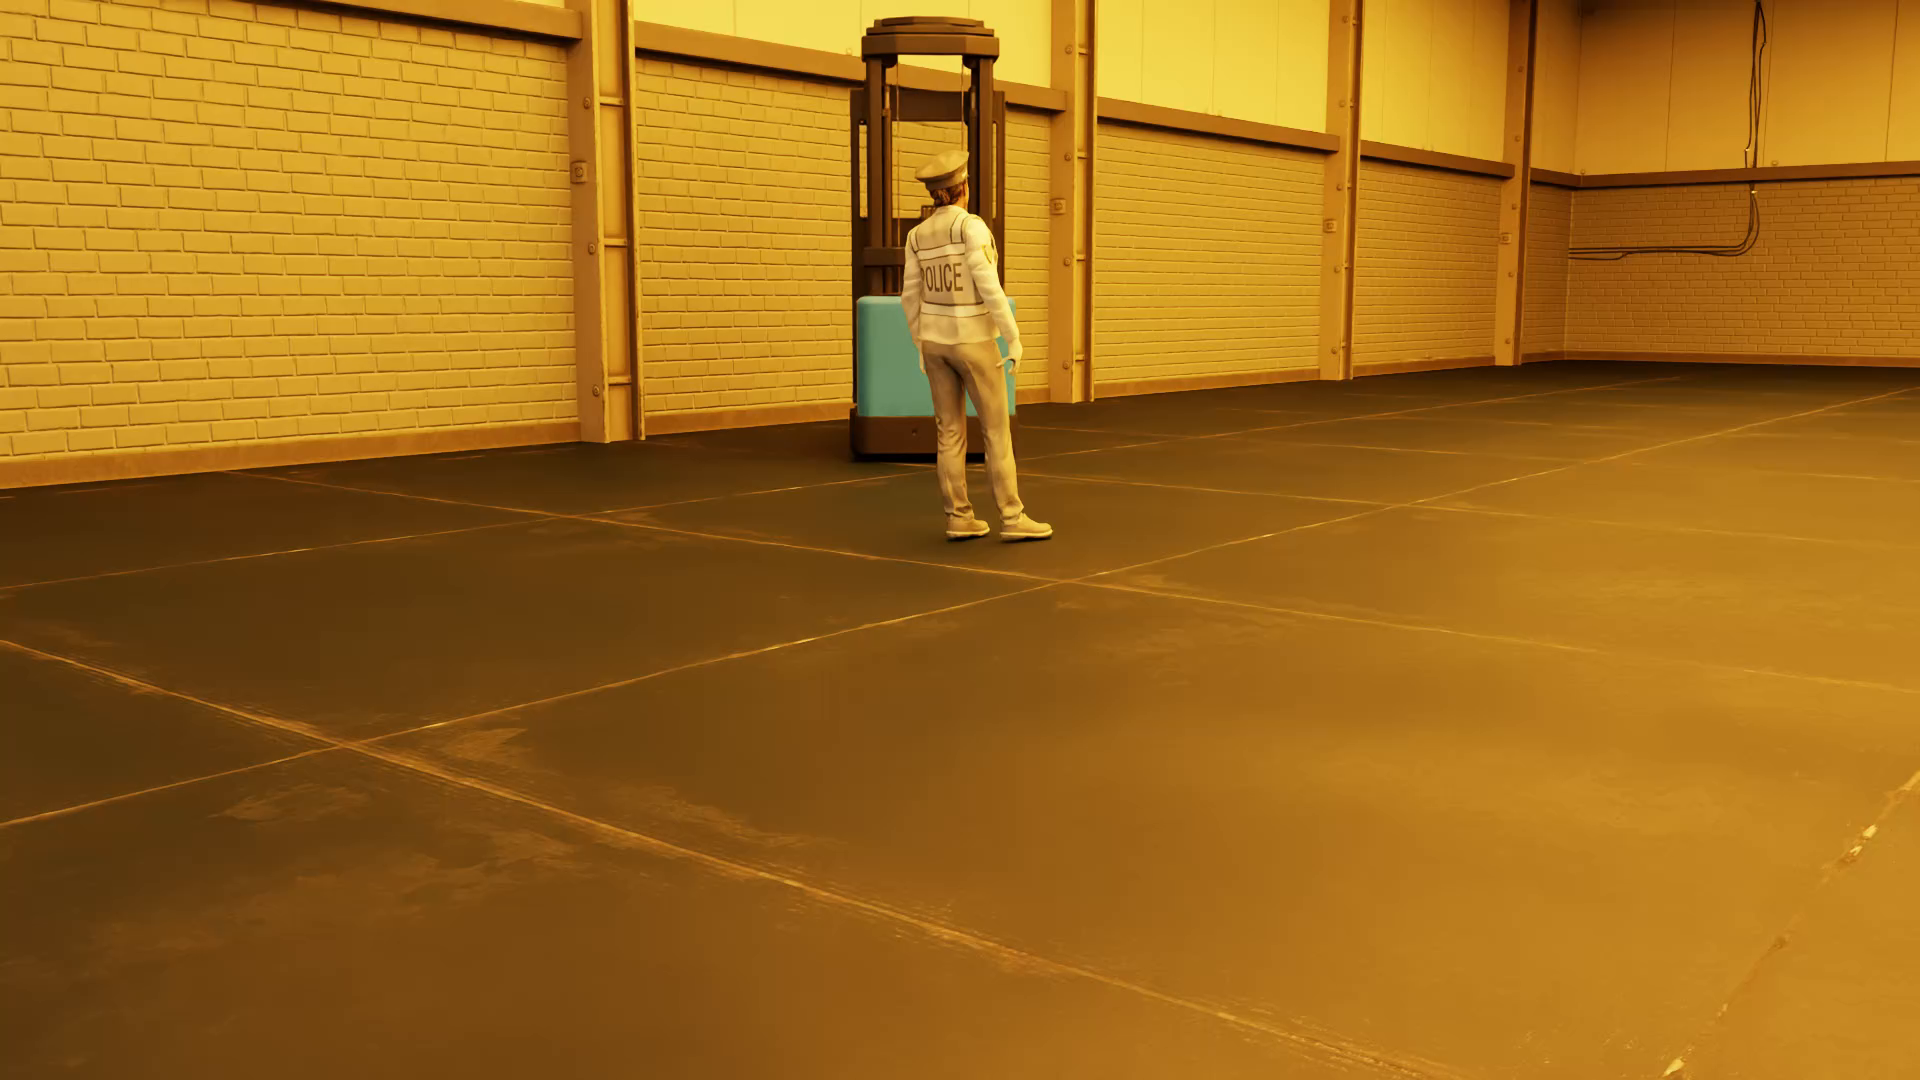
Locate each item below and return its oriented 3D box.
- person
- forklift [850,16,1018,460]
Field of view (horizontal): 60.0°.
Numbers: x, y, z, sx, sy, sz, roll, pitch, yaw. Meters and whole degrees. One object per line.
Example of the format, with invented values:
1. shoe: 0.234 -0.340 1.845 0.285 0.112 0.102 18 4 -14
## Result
1. person: 0.049 -0.853 7.330 0.586 1.694 0.530 7 11 38
2. forklift: -0.243 -2.155 12.007 1.130 2.935 3.031 -1 8 -4
